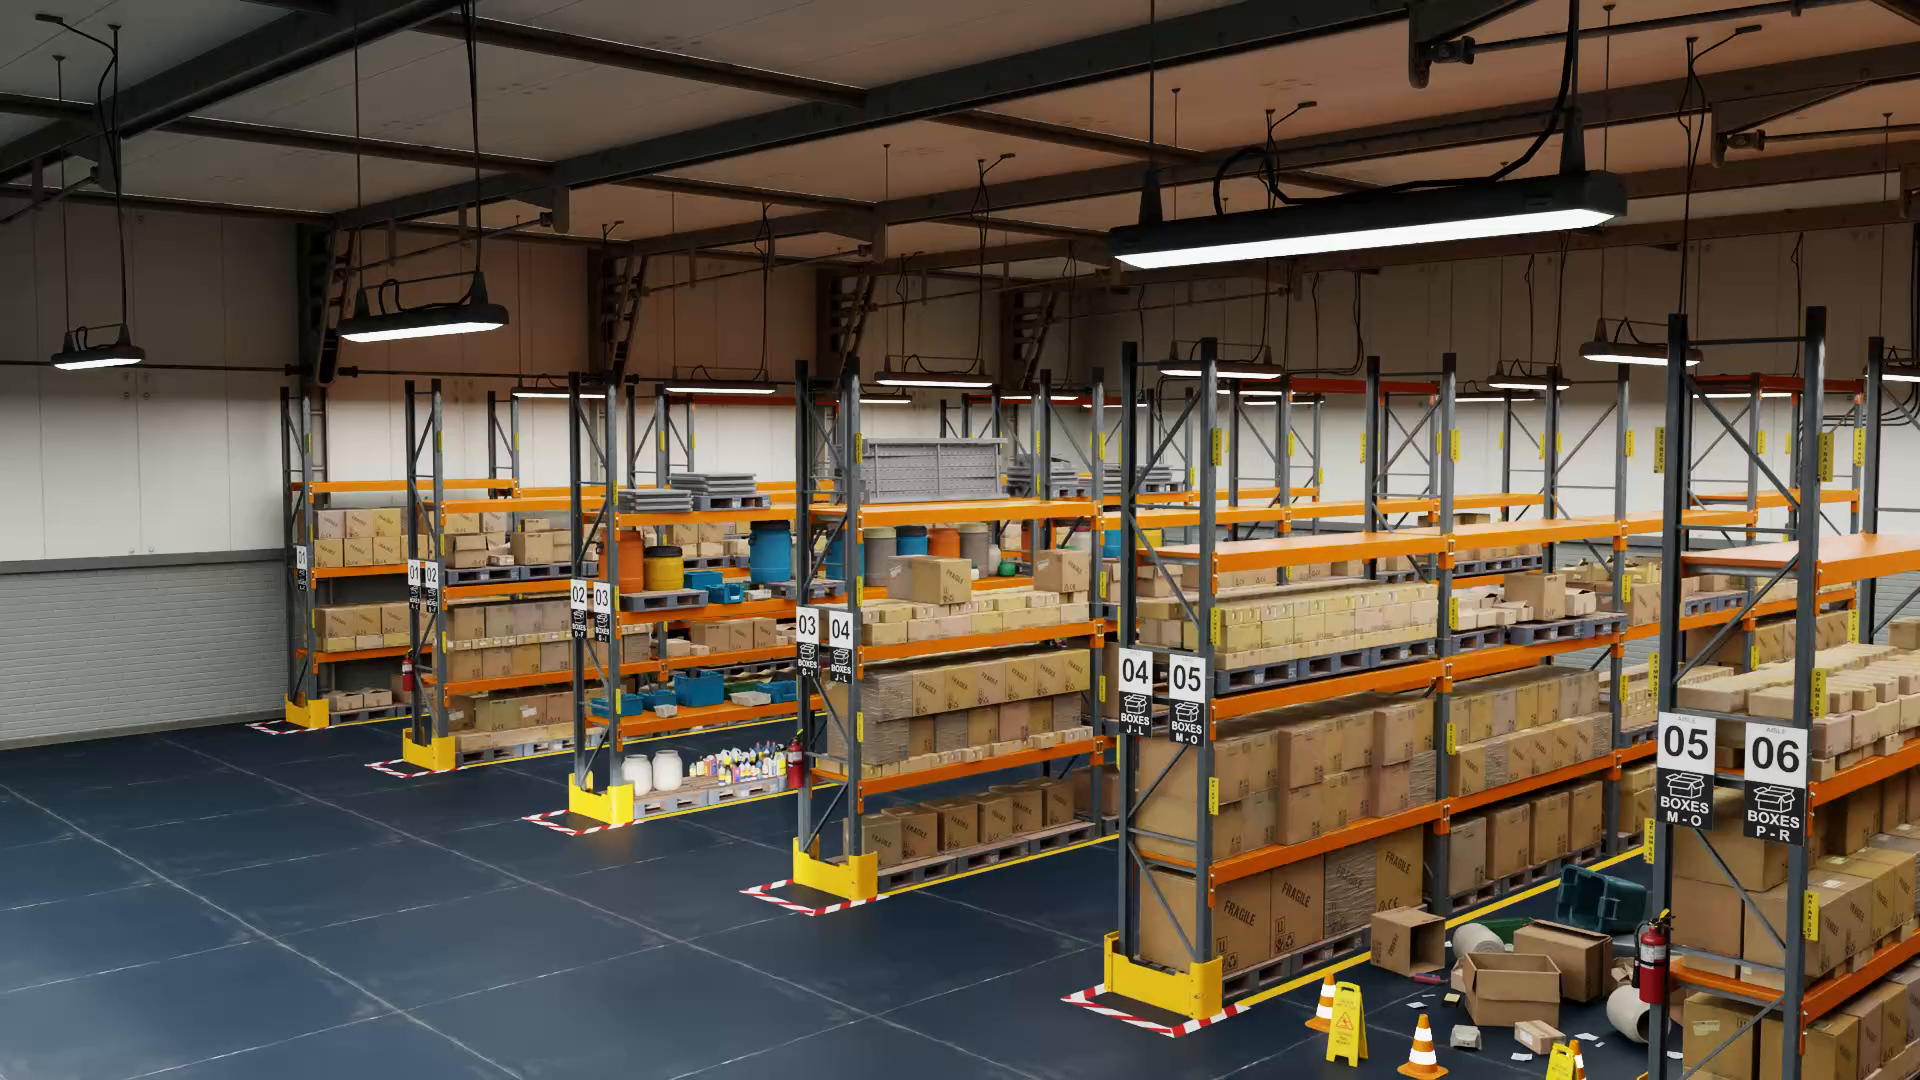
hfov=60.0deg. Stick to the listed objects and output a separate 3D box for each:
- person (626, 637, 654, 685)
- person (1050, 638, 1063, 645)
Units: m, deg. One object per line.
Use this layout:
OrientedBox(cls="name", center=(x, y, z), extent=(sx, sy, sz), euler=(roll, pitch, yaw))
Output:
OrientedBox(cls="person", center=(-6.115, 2.324, 31.488), extent=(0.681, 1.737, 0.812), euler=(0, 4, -1))
OrientedBox(cls="person", center=(1.640, 2.195, 32.588), extent=(0.863, 1.821, 0.685), euler=(-4, 5, -45))
